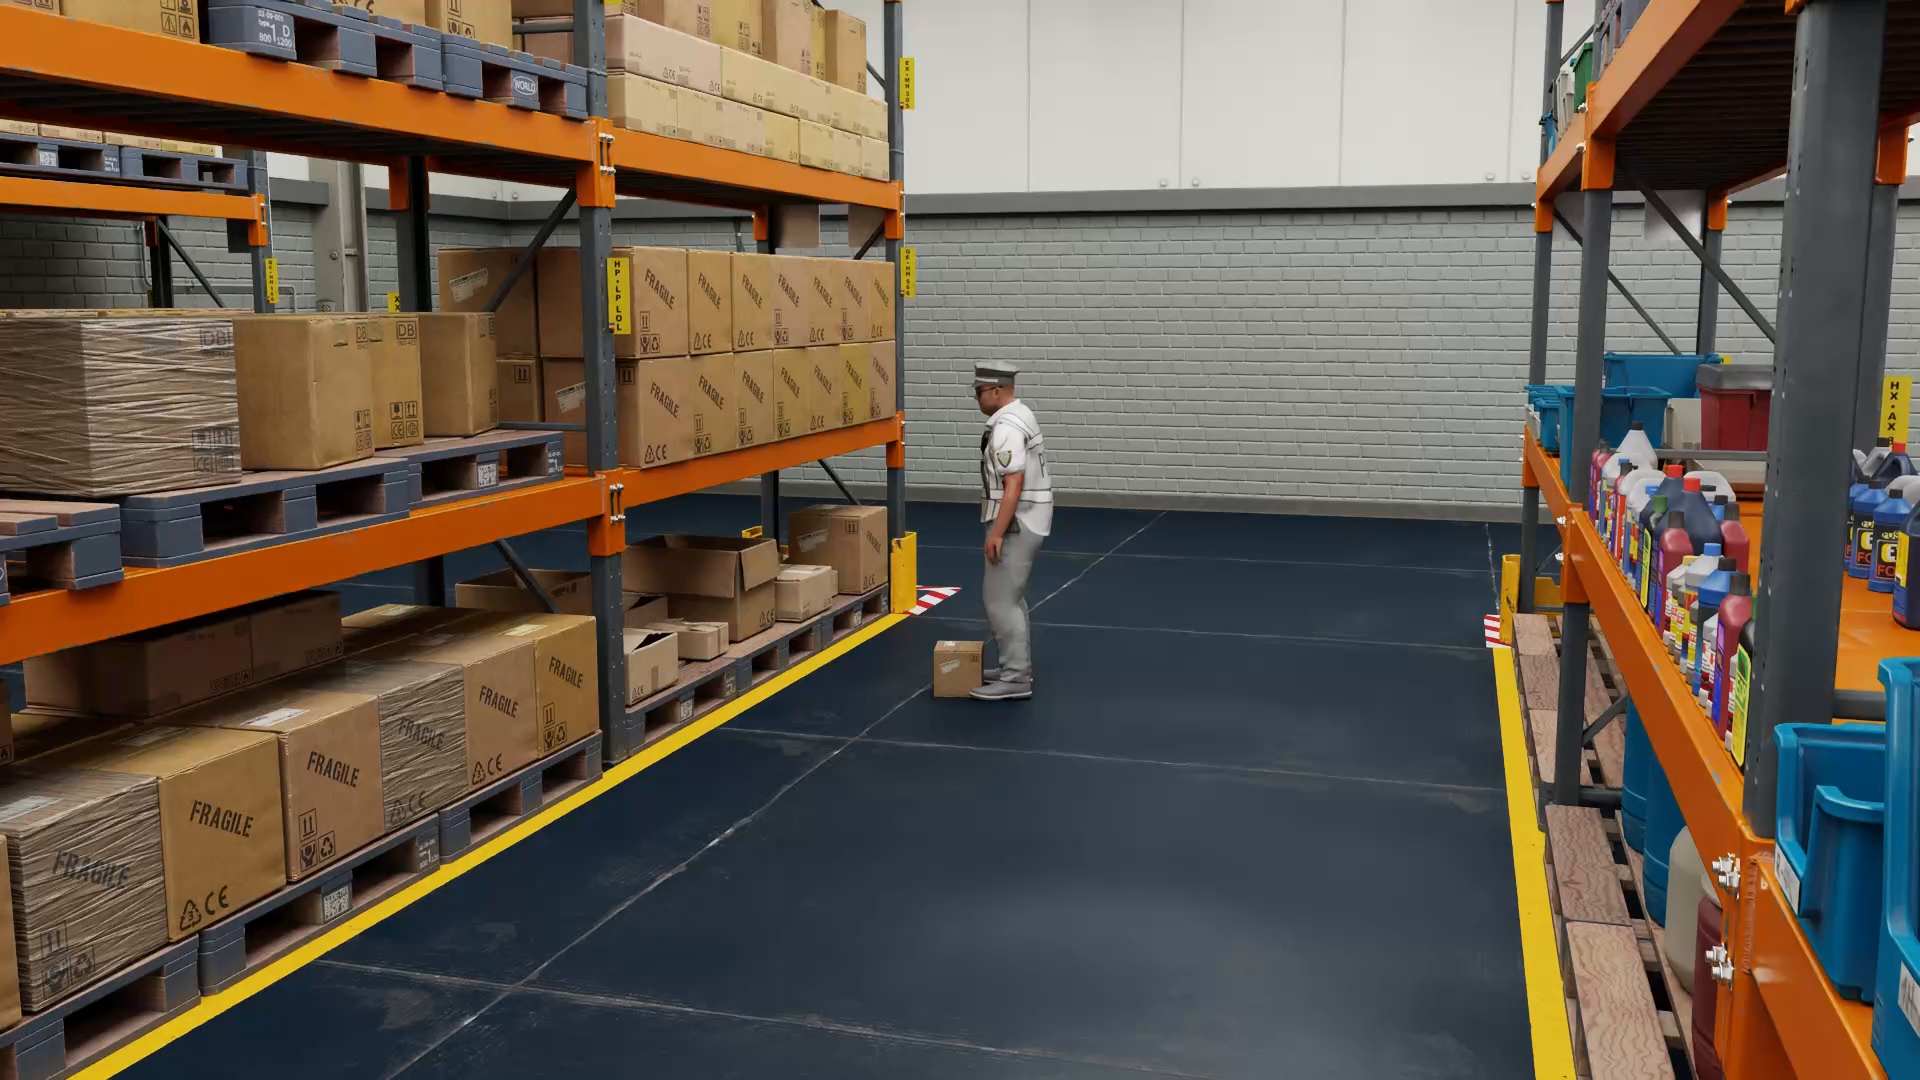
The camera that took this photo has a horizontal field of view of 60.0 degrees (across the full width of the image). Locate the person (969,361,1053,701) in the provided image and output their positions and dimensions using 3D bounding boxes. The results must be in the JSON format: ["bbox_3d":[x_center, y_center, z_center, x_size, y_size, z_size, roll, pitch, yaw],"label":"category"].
[{"bbox_3d":[0.267,-0.057,8.695,0.434,1.749,0.585,1,8,7],"label":"person"}]
